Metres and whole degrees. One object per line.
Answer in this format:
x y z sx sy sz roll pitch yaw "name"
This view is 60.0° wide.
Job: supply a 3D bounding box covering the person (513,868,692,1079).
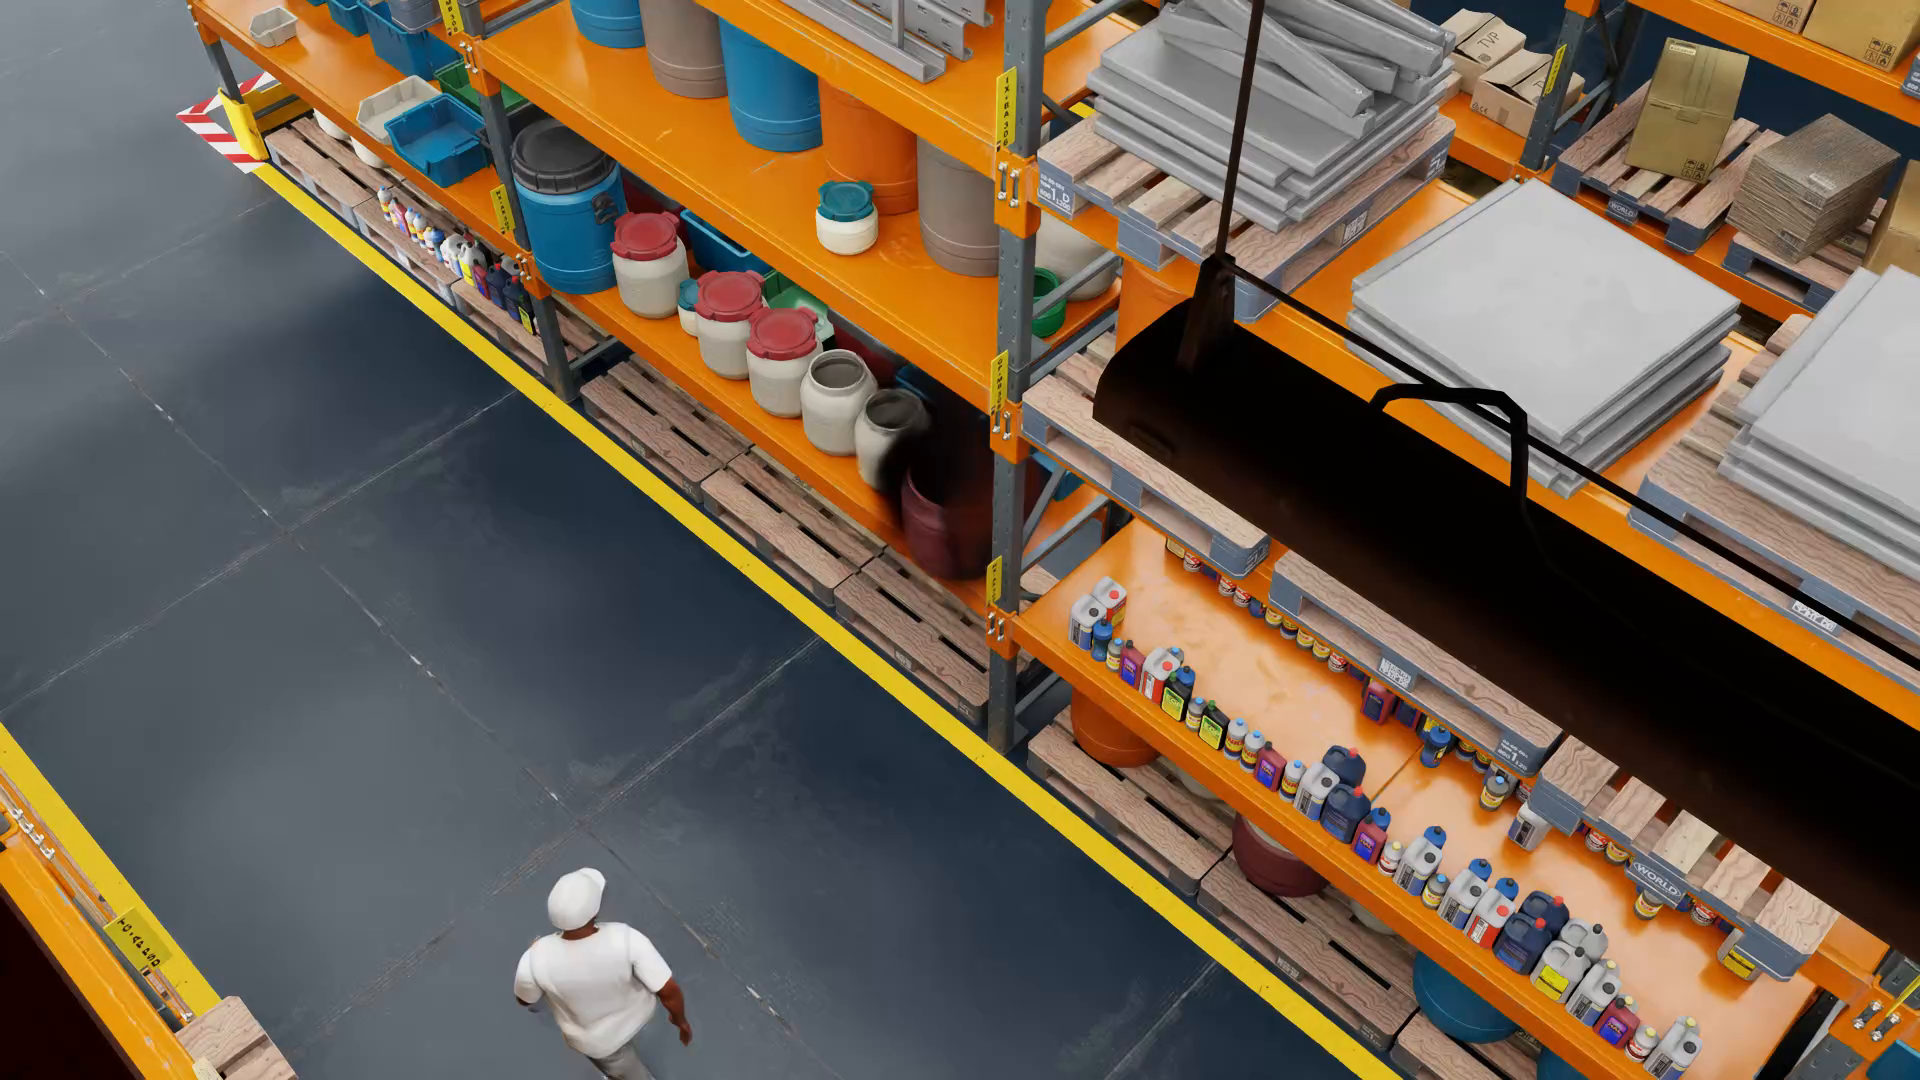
-1.570 2.032 7.203 0.976 1.753 0.515 37 59 27 "person"
